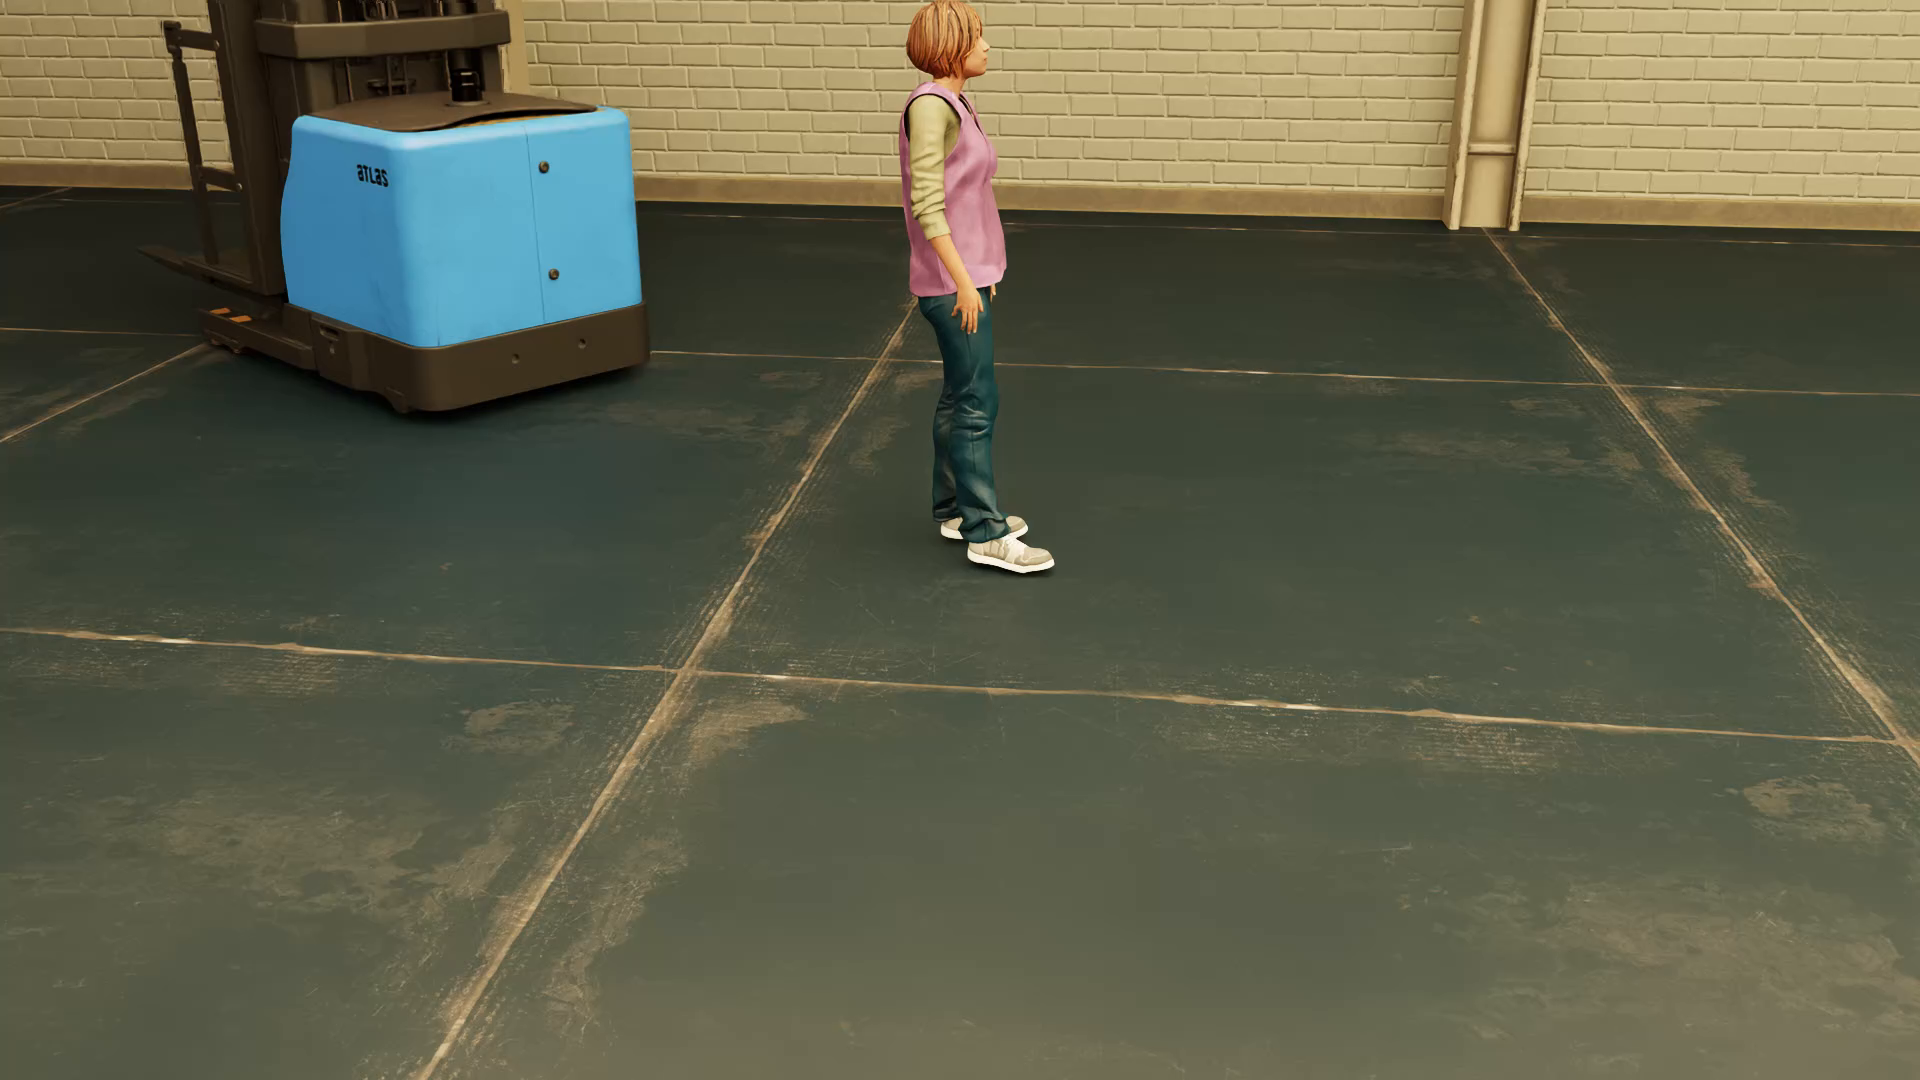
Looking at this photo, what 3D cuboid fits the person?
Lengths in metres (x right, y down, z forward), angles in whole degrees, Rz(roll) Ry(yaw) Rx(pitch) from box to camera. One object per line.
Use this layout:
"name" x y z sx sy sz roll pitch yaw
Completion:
"person" 0.071 -0.739 4.854 0.476 1.597 0.520 3 22 7

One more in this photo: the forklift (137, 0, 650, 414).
"forklift" -2.691 -2.283 6.924 3.031 2.935 1.130 19 29 39
